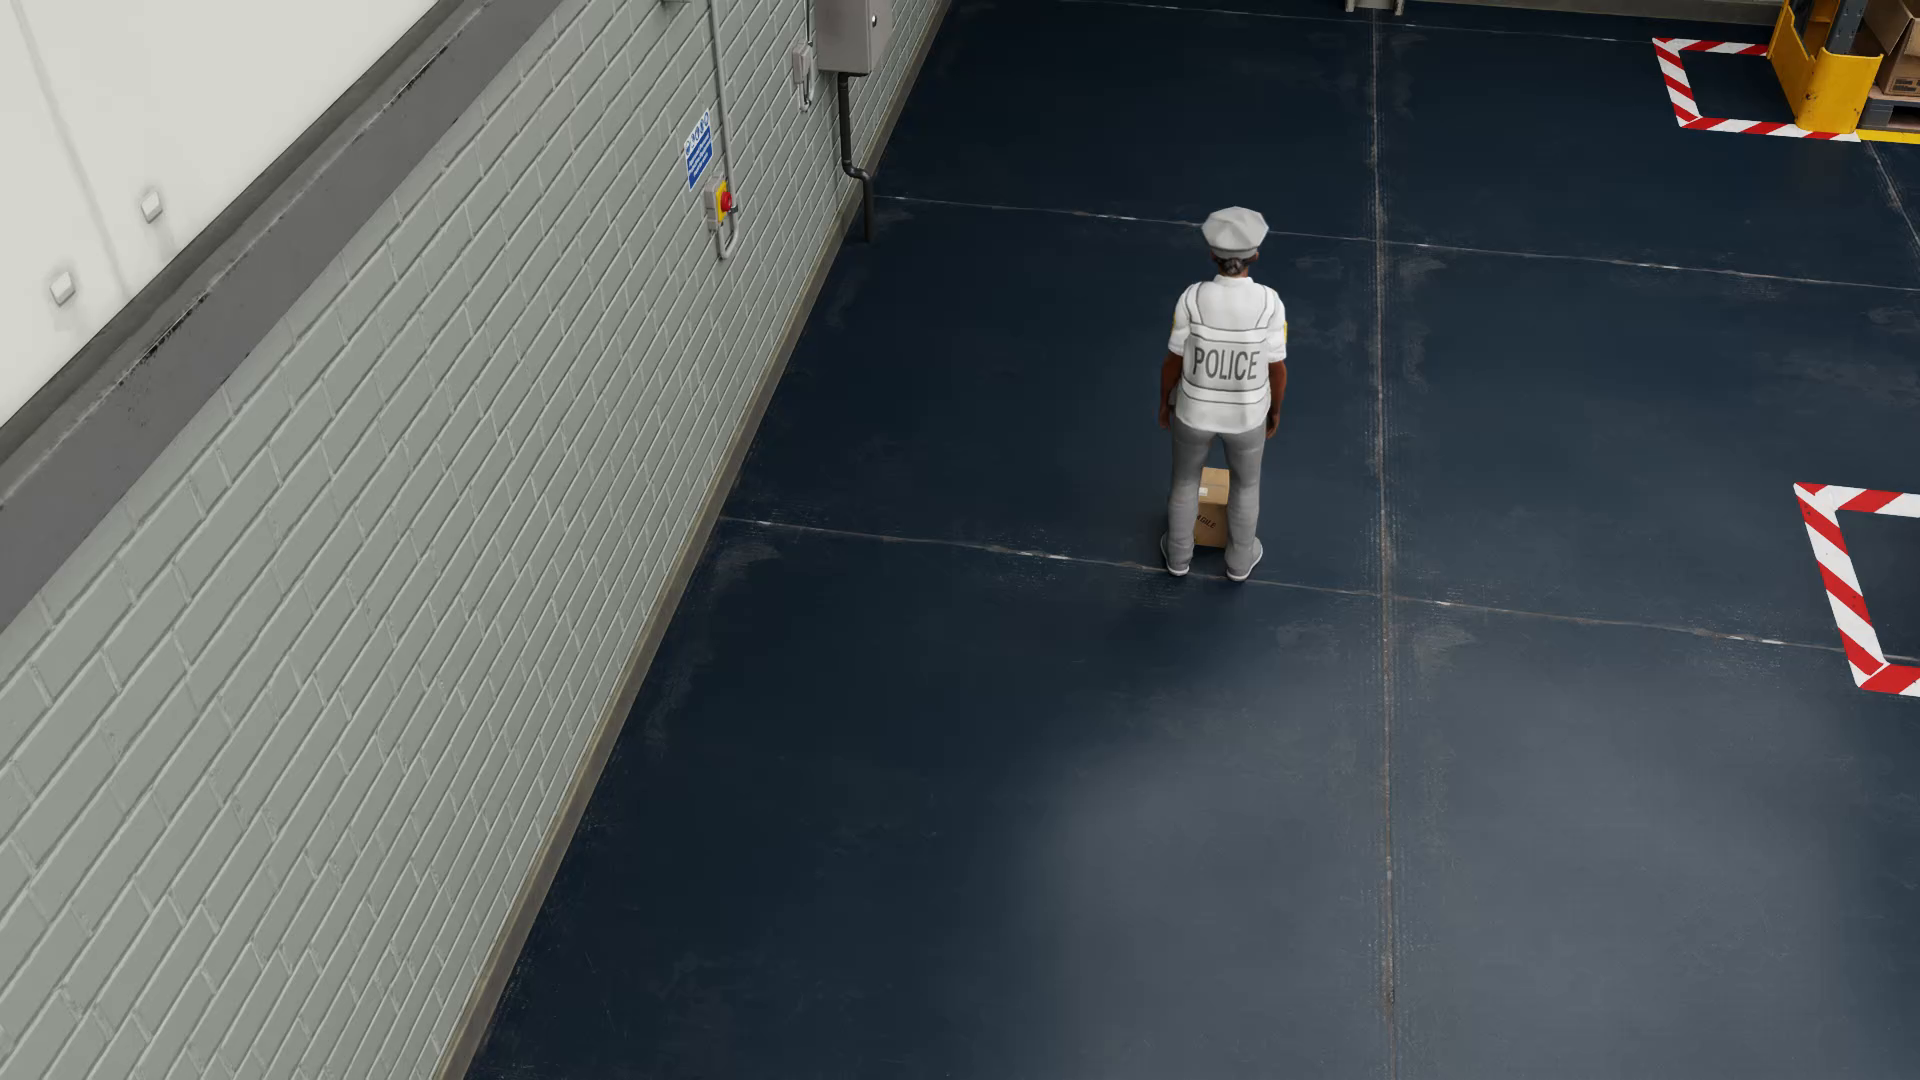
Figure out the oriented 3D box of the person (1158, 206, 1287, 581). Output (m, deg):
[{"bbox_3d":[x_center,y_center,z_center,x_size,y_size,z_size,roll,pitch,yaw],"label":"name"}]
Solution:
[{"bbox_3d":[1.067,-0.533,6.777,0.515,1.657,0.400,6,41,7],"label":"person"}]
